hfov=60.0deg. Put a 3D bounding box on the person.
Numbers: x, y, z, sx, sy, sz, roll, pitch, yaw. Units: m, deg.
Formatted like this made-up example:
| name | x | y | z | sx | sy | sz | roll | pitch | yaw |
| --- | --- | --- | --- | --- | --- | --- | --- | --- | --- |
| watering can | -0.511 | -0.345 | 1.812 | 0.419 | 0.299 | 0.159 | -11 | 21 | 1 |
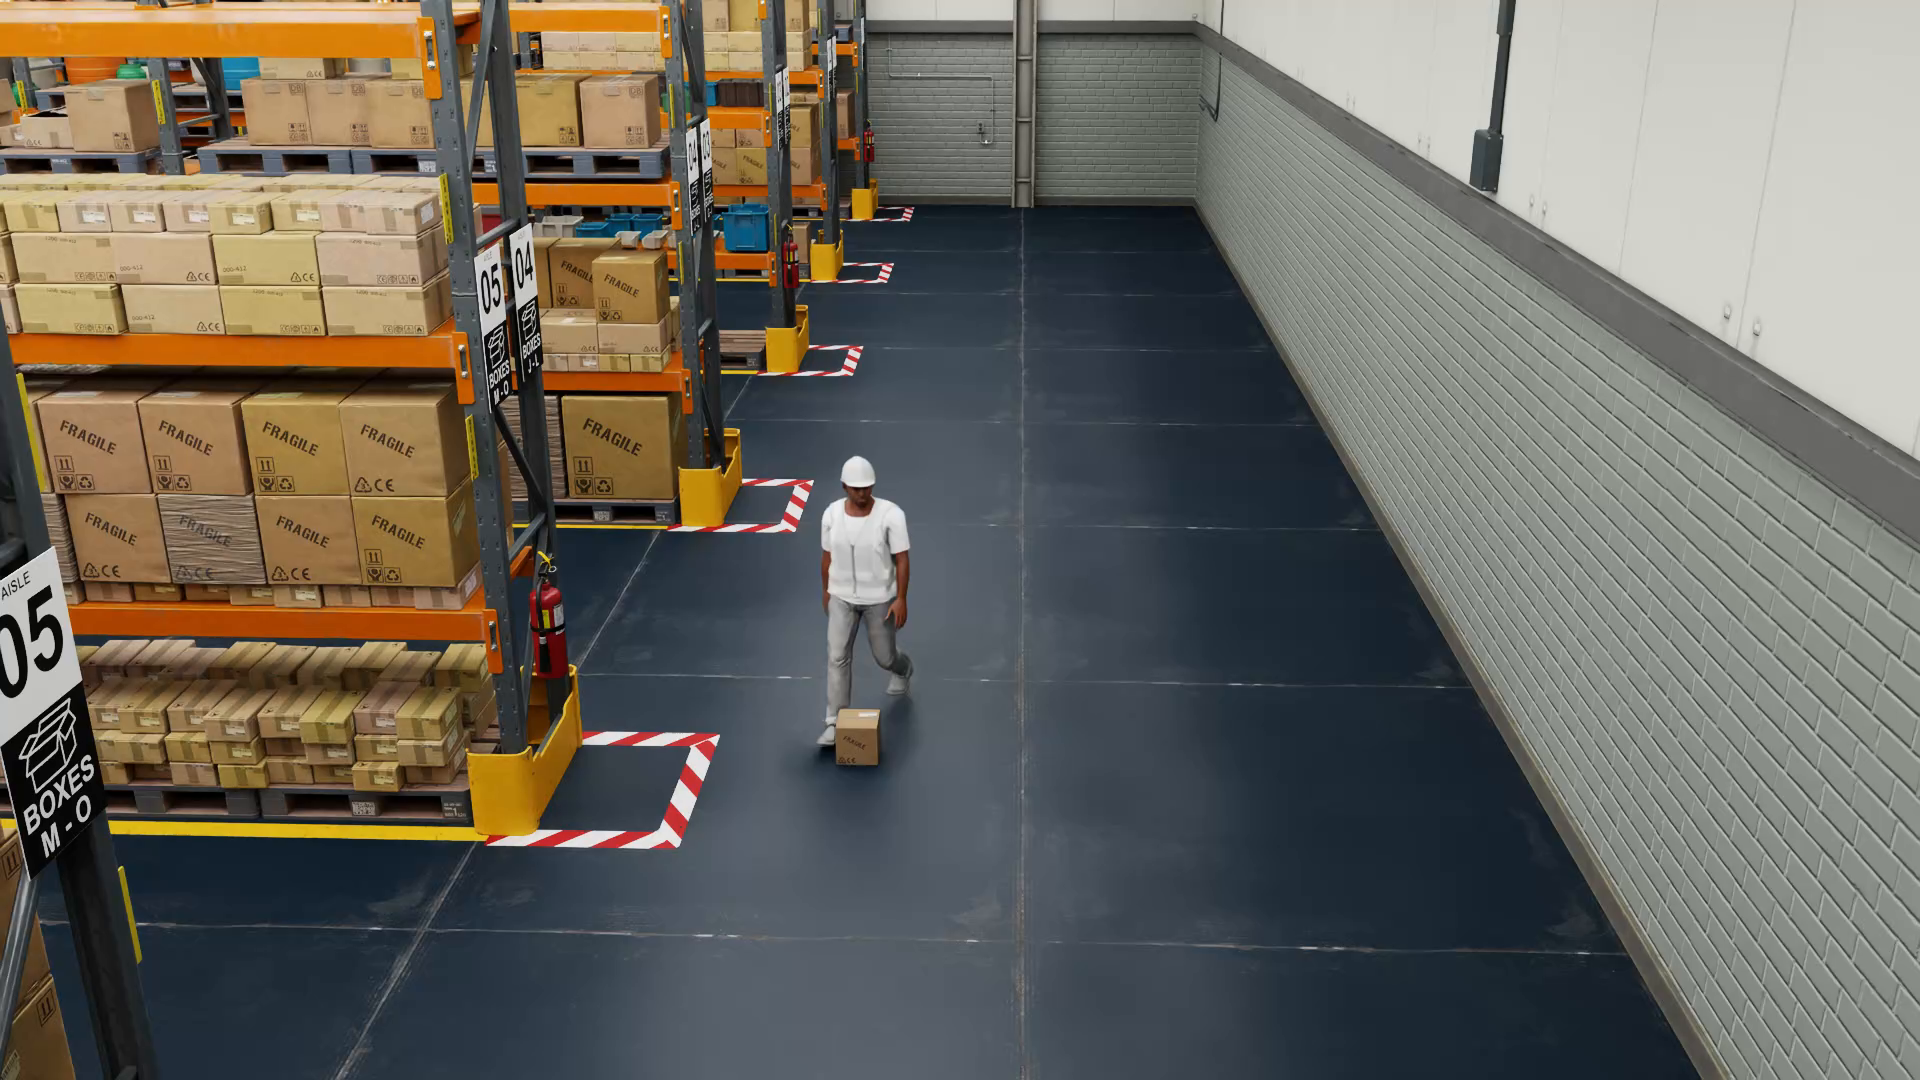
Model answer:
| name | x | y | z | sx | sy | sz | roll | pitch | yaw |
| --- | --- | --- | --- | --- | --- | --- | --- | --- | --- |
| person | -0.608 | 0.352 | 10.186 | 0.588 | 1.730 | 0.986 | 5 | 21 | 12 |
